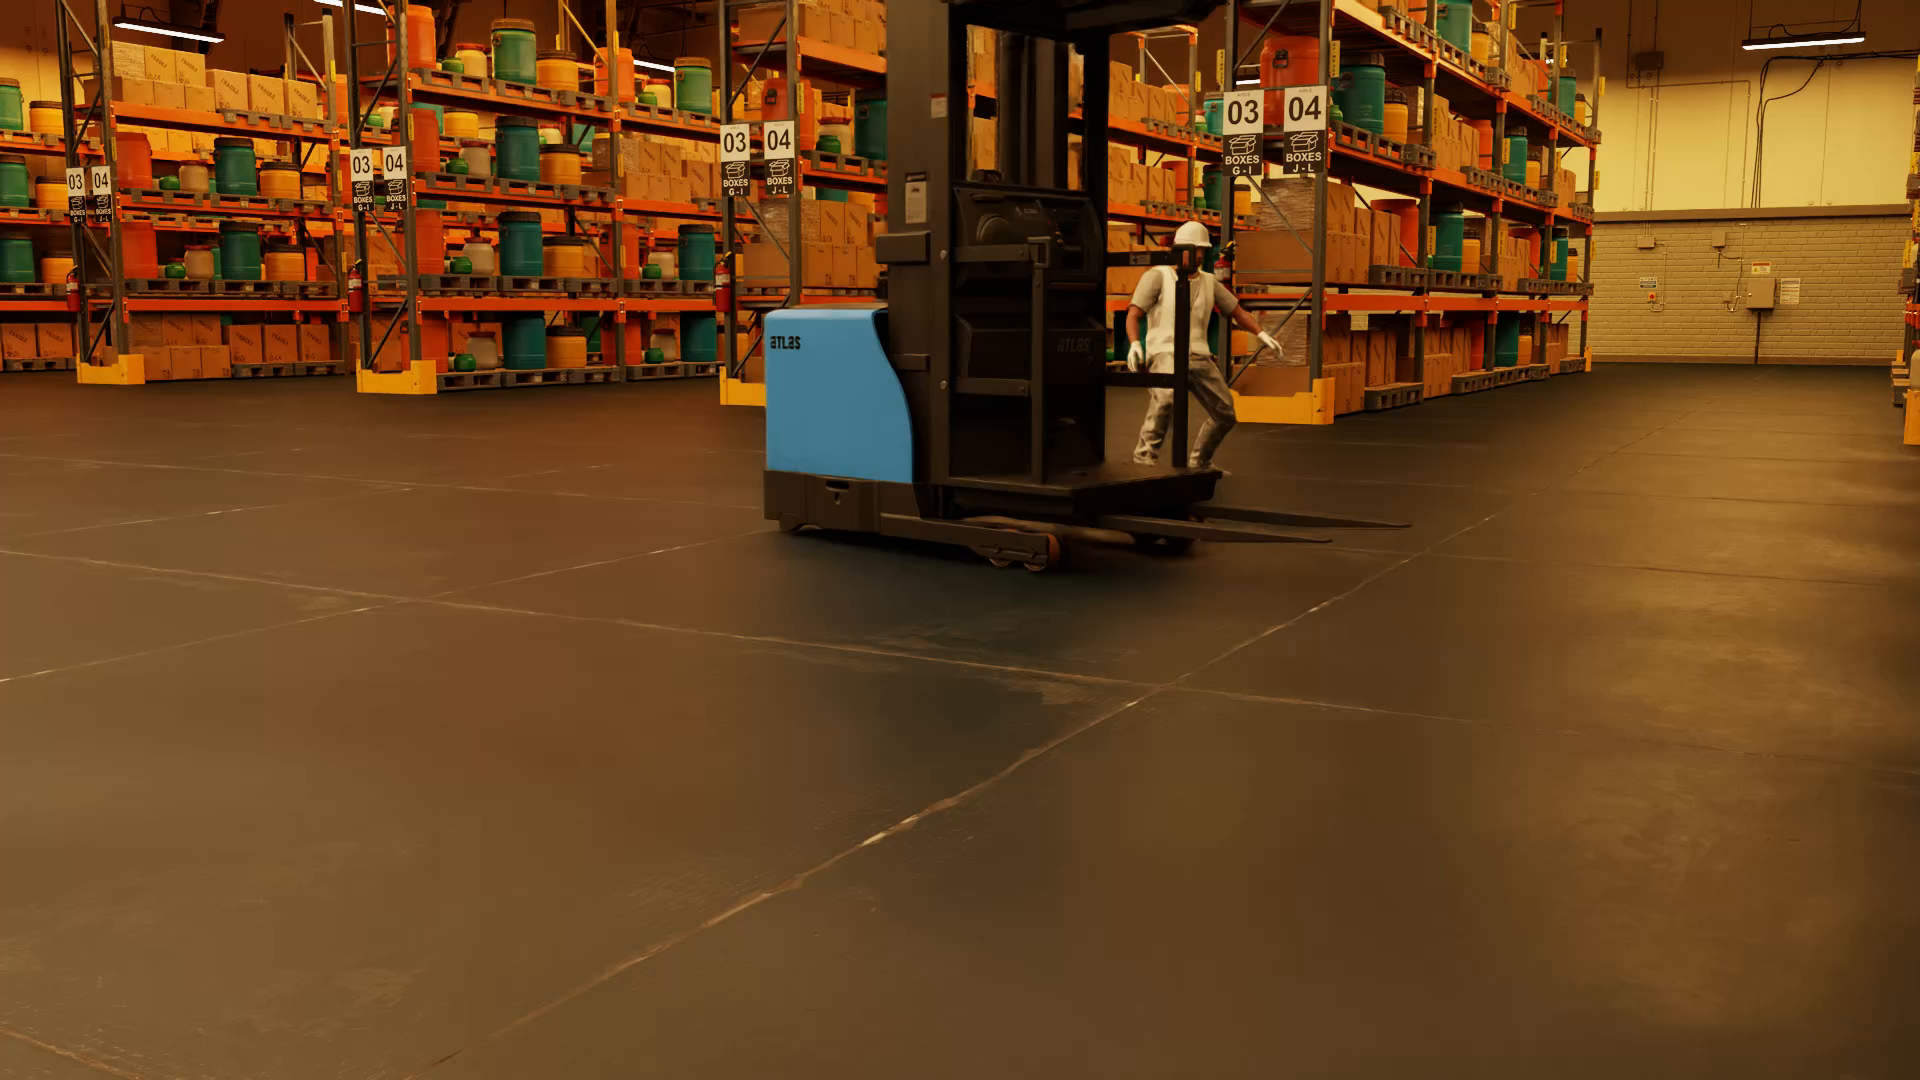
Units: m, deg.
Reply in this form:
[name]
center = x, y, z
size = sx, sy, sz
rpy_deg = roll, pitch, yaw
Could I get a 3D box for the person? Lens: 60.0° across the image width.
[person]
center = 1.466, -1.163, 10.422
size = 1.013, 1.639, 0.780
rpy_deg = -3, 8, -21

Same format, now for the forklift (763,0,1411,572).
[forklift]
center = 0.468, -1.400, 7.240
size = 3.031, 2.935, 1.130
rpy_deg = 7, 11, 42
